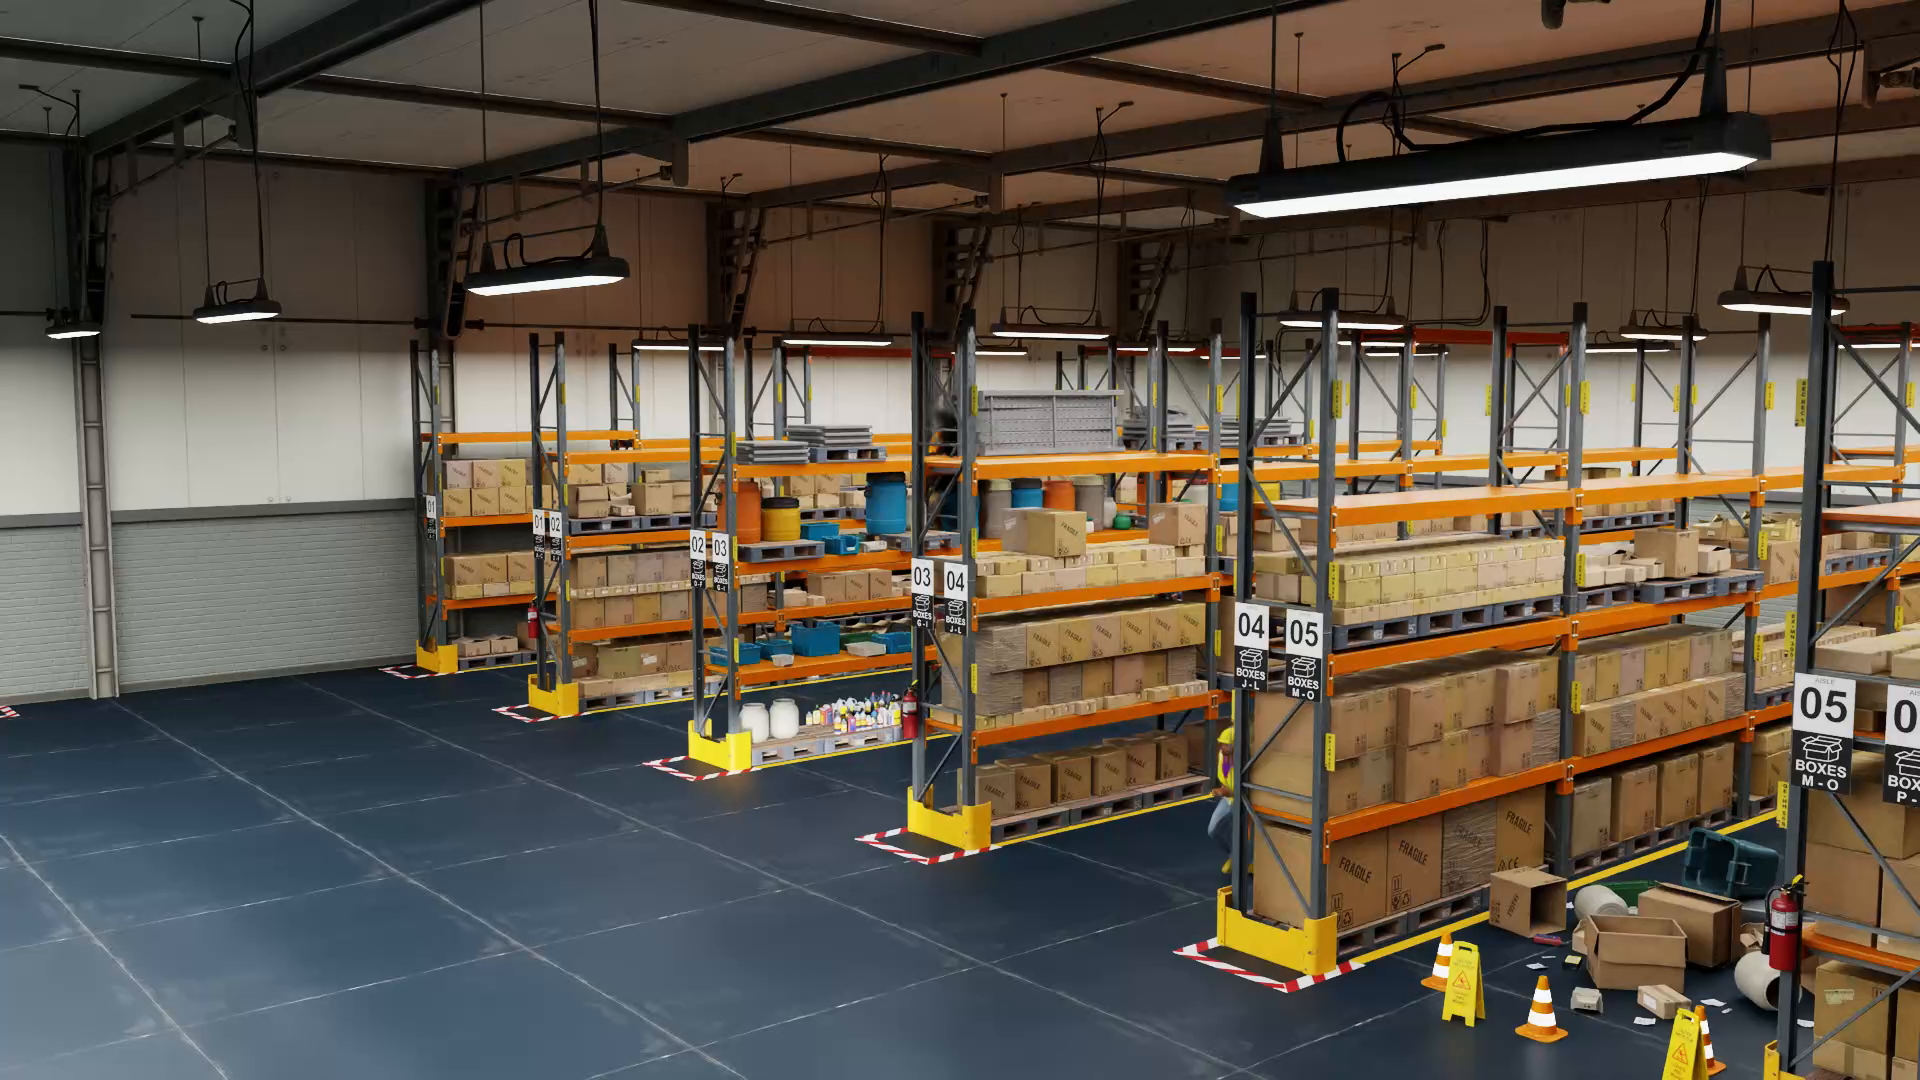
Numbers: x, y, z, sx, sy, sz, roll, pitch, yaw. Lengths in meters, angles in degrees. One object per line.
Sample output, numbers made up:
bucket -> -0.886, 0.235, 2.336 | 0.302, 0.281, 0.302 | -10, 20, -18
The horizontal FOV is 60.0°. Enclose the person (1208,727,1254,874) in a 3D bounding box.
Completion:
person -> 2.888, 2.732, 17.344 | 0.967, 1.624, 0.713 | -5, 7, -42

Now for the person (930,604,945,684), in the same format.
person -> -0.428, 1.639, 28.837 | 0.658, 1.728, 0.642 | 5, 7, 44

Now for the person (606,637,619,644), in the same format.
person -> -6.026, 1.653, 28.977 | 0.936, 1.639, 0.529 | -5, 7, -42
